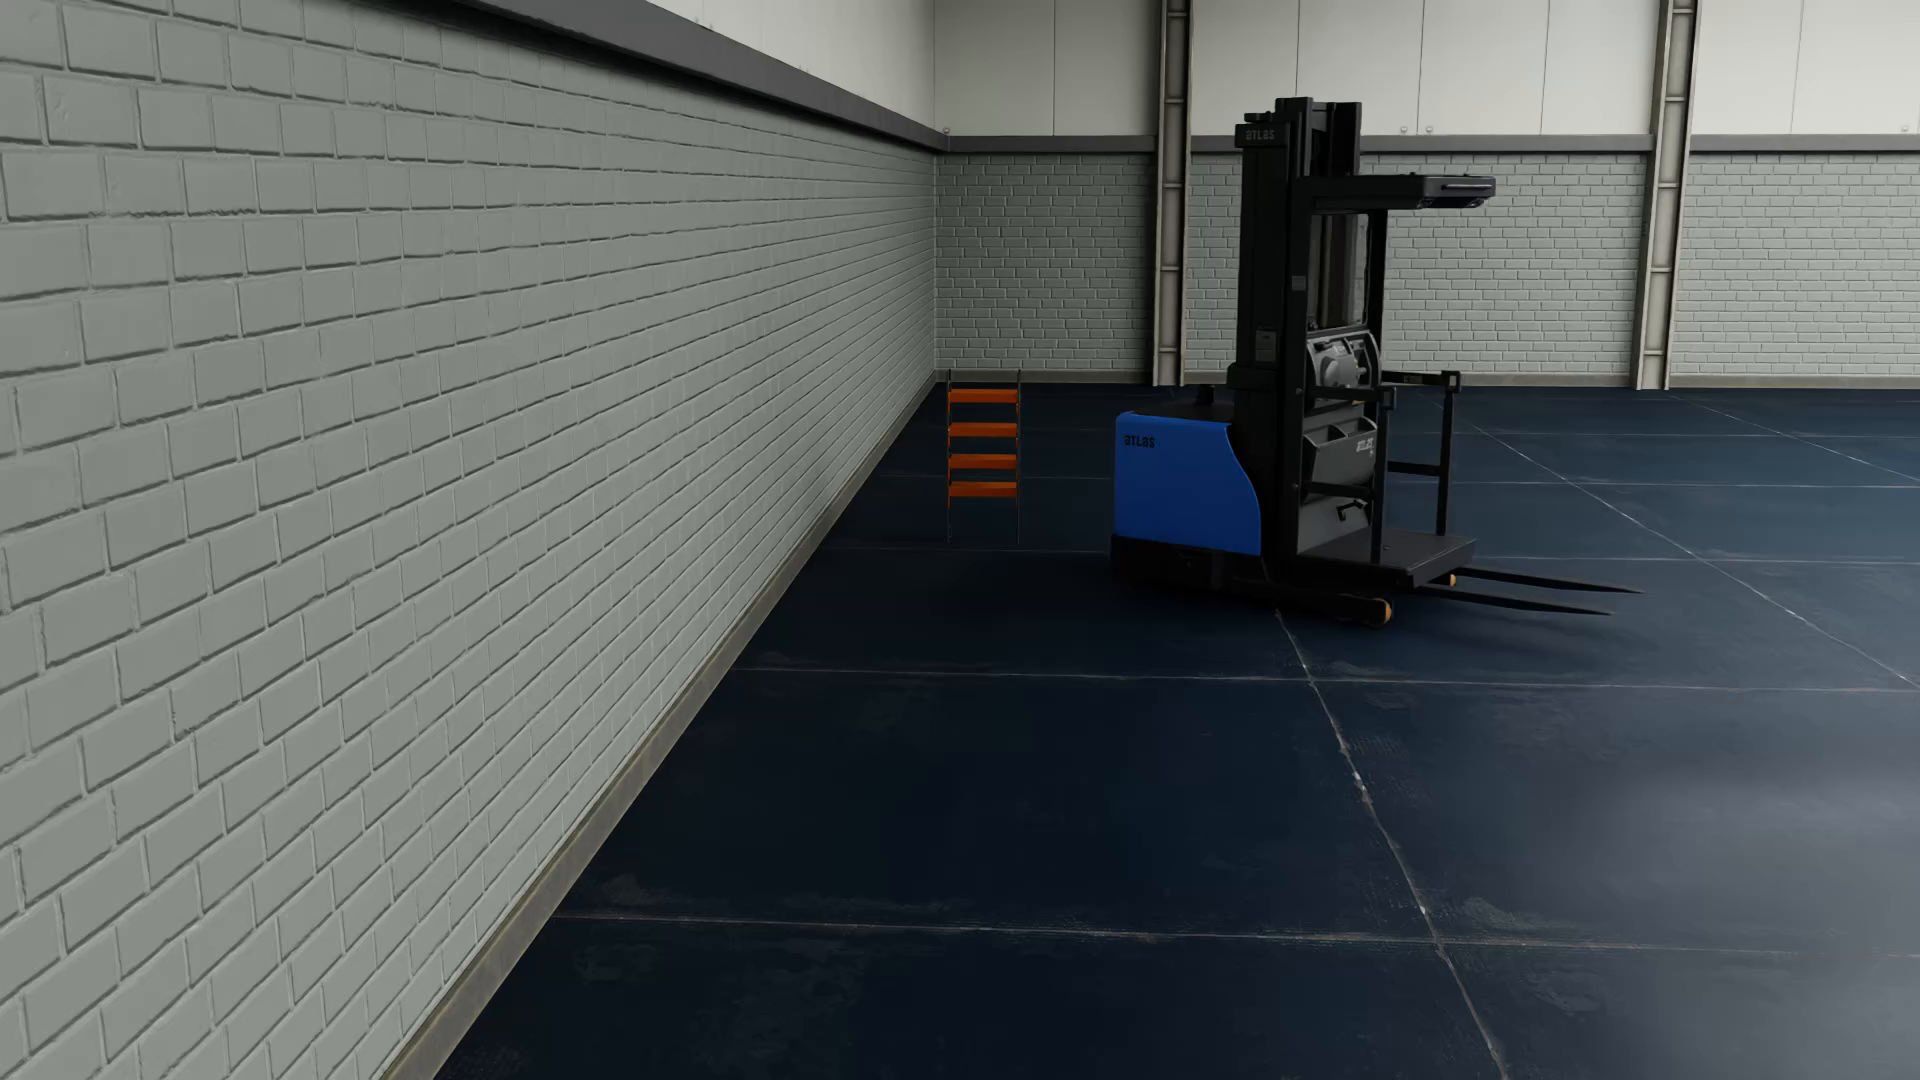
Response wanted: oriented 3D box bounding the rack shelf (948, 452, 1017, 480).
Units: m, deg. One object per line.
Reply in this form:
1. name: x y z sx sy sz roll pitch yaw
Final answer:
1. rack shelf: 0.165 -0.519 11.648 0.480 0.148 0.258 1 12 4

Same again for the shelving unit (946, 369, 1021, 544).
1. shelving unit: 0.165 -0.585 11.634 0.503 1.200 0.258 1 12 4

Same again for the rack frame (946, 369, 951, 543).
1. rack frame: -0.078 -0.588 11.650 0.015 1.200 0.240 1 12 4

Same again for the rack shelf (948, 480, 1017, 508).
1. rack shelf: 0.165 -0.325 11.689 0.480 0.148 0.258 1 12 4

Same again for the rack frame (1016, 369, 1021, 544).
1. rack frame: 0.409 -0.582 11.618 0.015 1.200 0.240 1 12 4

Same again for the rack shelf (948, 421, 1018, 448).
1. rack shelf: 0.165 -0.738 11.602 0.480 0.148 0.258 1 12 4

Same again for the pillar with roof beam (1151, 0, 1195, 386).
1. pillar with roof beam: 2.367 -5.512 16.139 0.400 9.000 9.100 1 12 4

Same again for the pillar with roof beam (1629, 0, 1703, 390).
1. pillar with roof beam: 8.353 -5.430 15.747 0.400 9.000 9.100 1 12 4

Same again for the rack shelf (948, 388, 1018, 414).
1. rack shelf: 0.165 -0.970 11.554 0.480 0.148 0.258 1 12 4

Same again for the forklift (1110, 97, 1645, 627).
1. forklift: 2.433 -1.065 9.702 3.031 2.935 1.130 9 15 36
